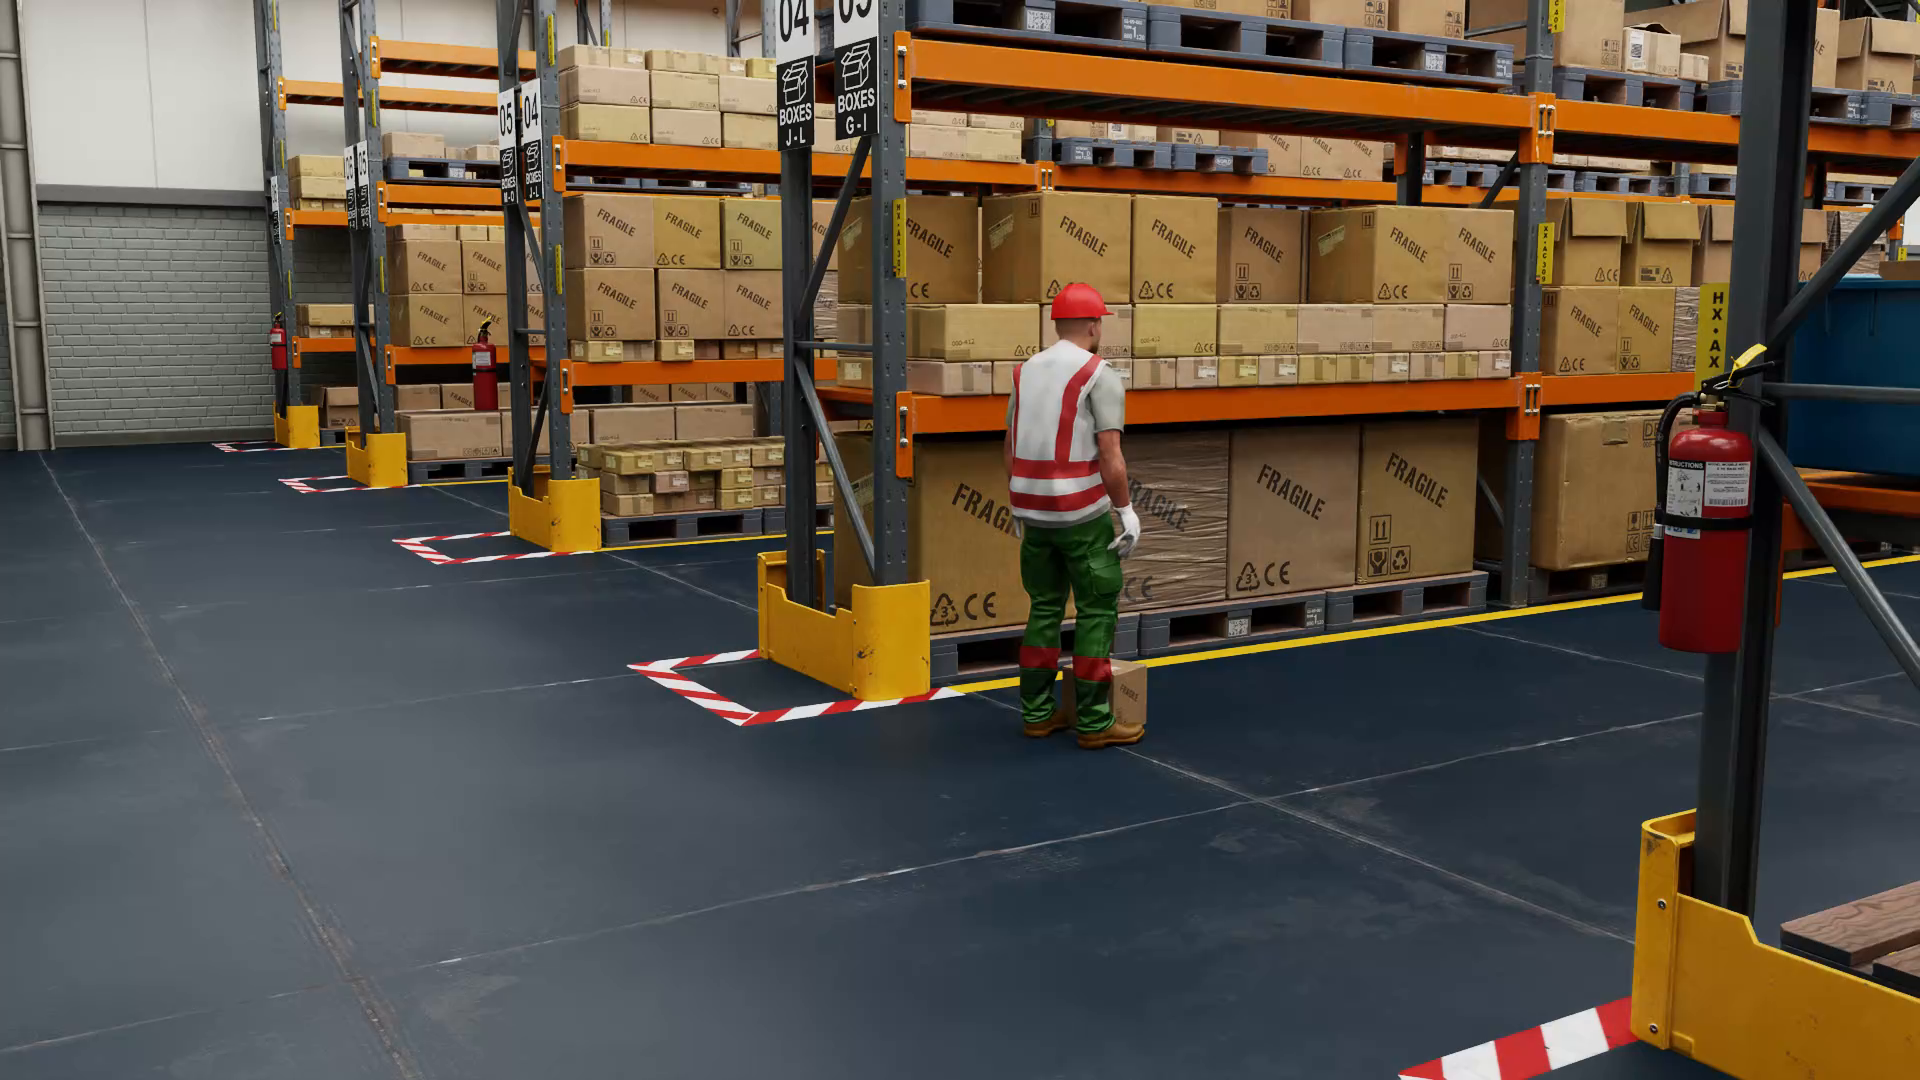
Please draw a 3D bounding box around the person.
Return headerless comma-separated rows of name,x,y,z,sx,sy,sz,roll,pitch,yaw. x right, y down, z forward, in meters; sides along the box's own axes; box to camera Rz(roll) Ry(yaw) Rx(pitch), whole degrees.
person,0.437,-0.101,6.475,0.597,1.780,0.448,8,11,44
